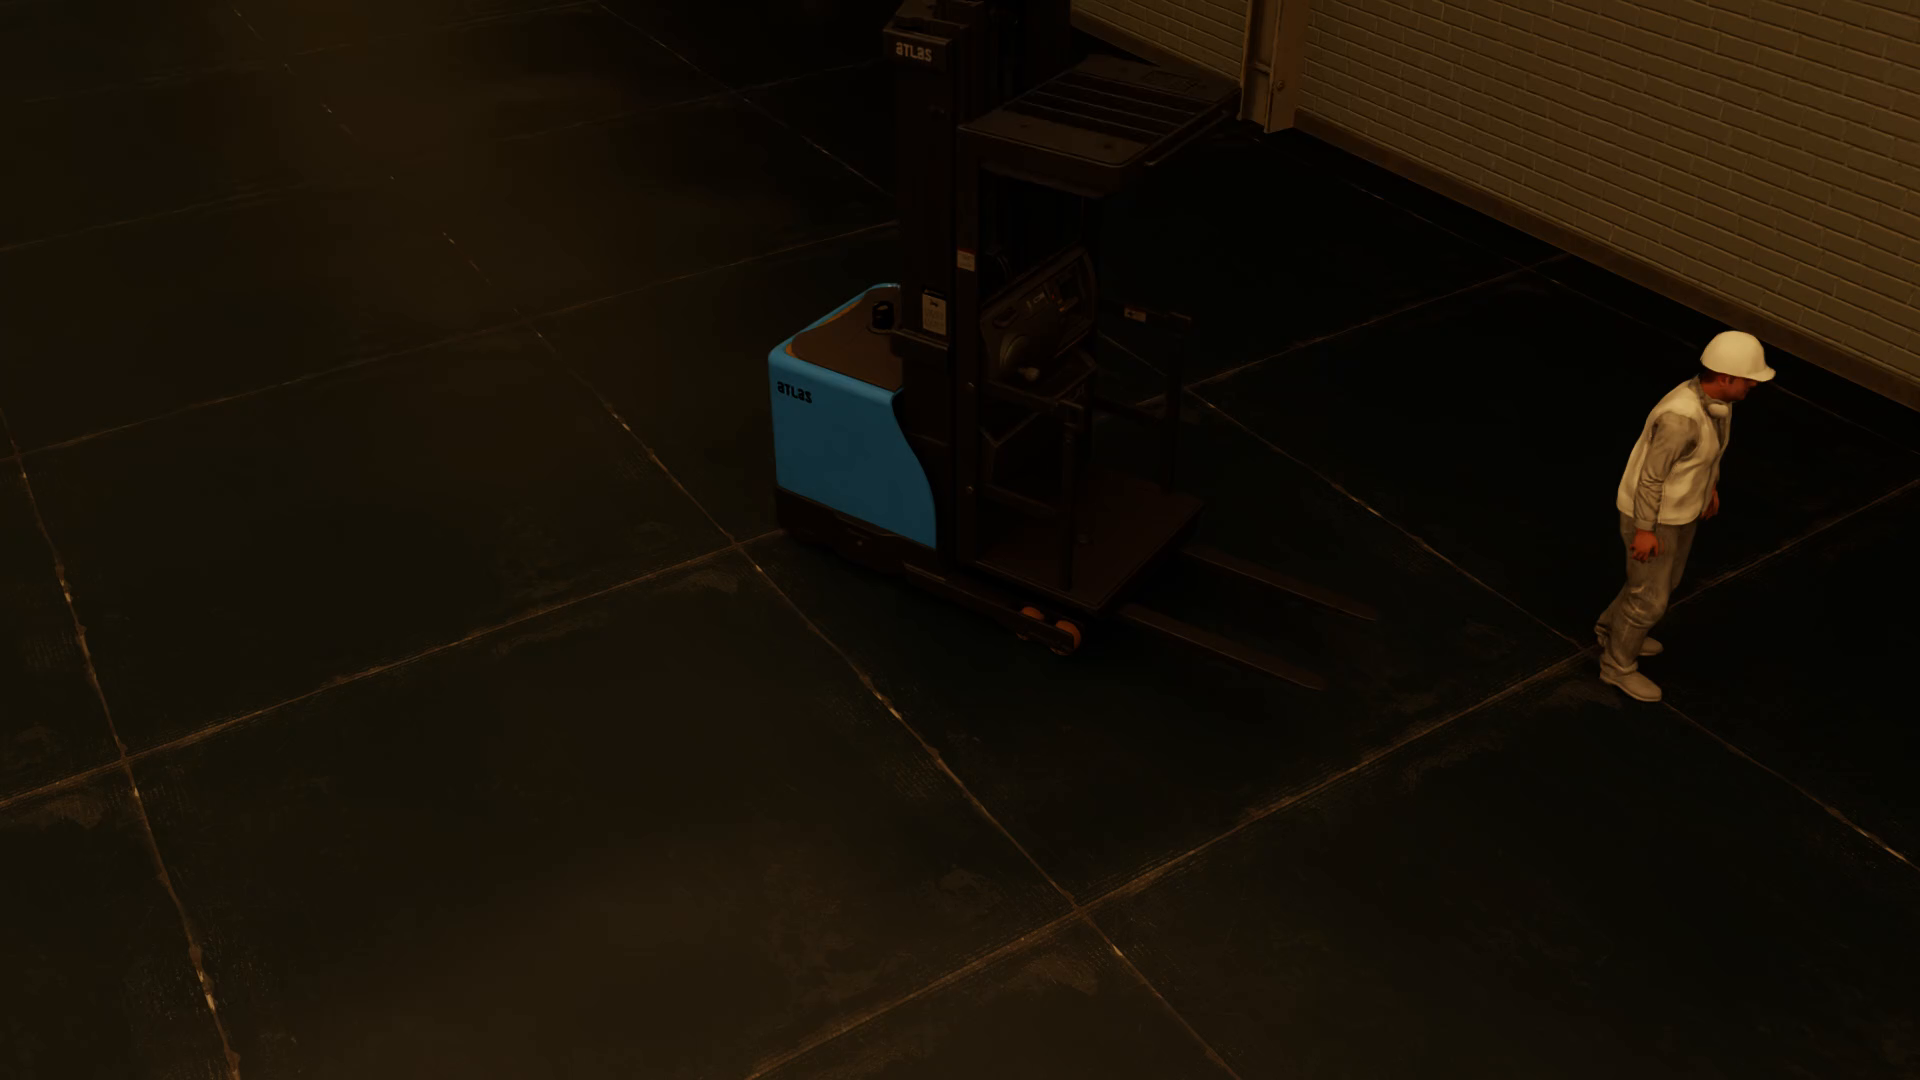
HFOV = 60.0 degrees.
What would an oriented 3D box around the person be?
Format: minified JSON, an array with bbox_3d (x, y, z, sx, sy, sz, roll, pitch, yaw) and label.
[{"bbox_3d":[3.170,-0.139,7.366,0.471,1.766,0.632,29,44,34],"label":"person"}]

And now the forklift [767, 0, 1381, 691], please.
[{"bbox_3d":[0.541,-0.998,7.568,3.031,2.935,1.130,21,40,27],"label":"forklift"}]
